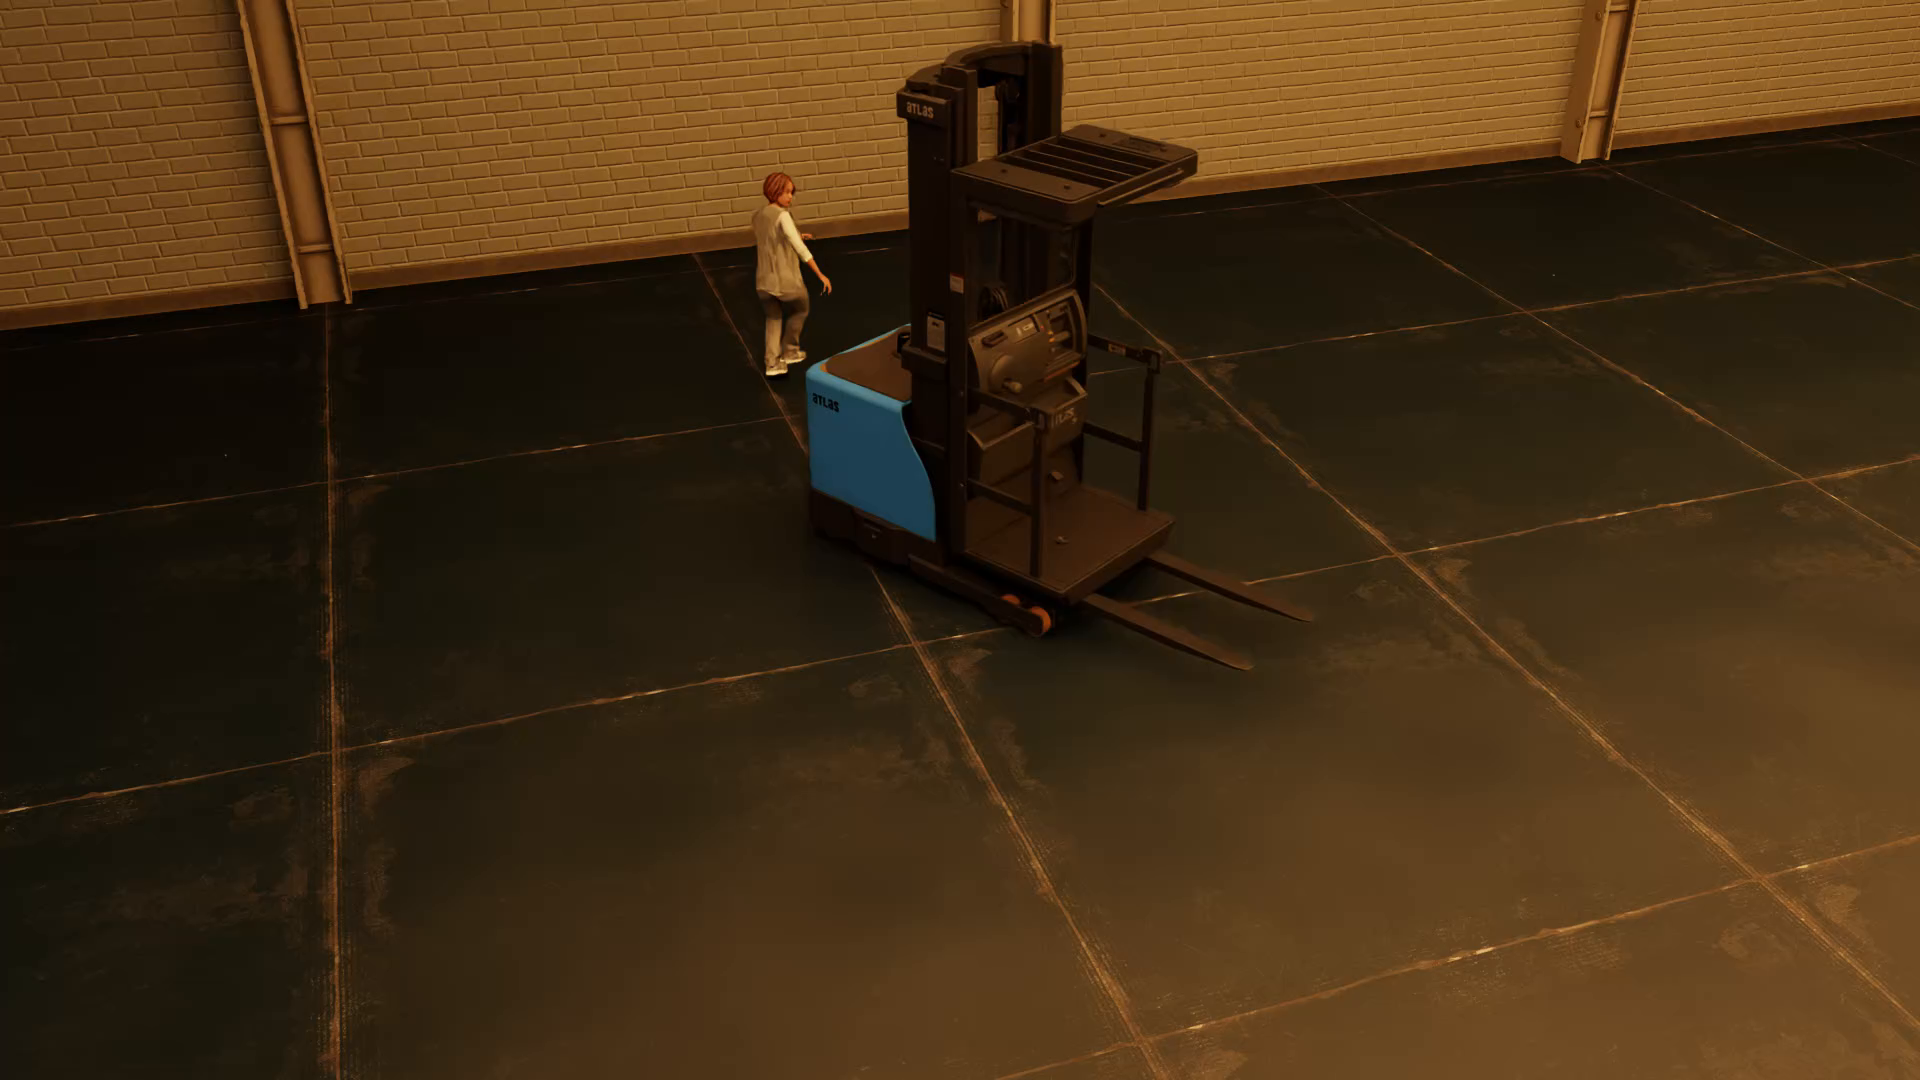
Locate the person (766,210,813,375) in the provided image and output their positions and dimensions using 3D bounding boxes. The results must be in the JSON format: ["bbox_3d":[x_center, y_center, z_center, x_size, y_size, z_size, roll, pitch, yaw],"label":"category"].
[{"bbox_3d":[-1.235,-1.762,11.845,0.623,1.270,0.644,15,33,25],"label":"person"}]

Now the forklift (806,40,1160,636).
[{"bbox_3d":[0.533,-1.036,8.888,3.031,2.935,1.130,23,37,35],"label":"forklift"}]
